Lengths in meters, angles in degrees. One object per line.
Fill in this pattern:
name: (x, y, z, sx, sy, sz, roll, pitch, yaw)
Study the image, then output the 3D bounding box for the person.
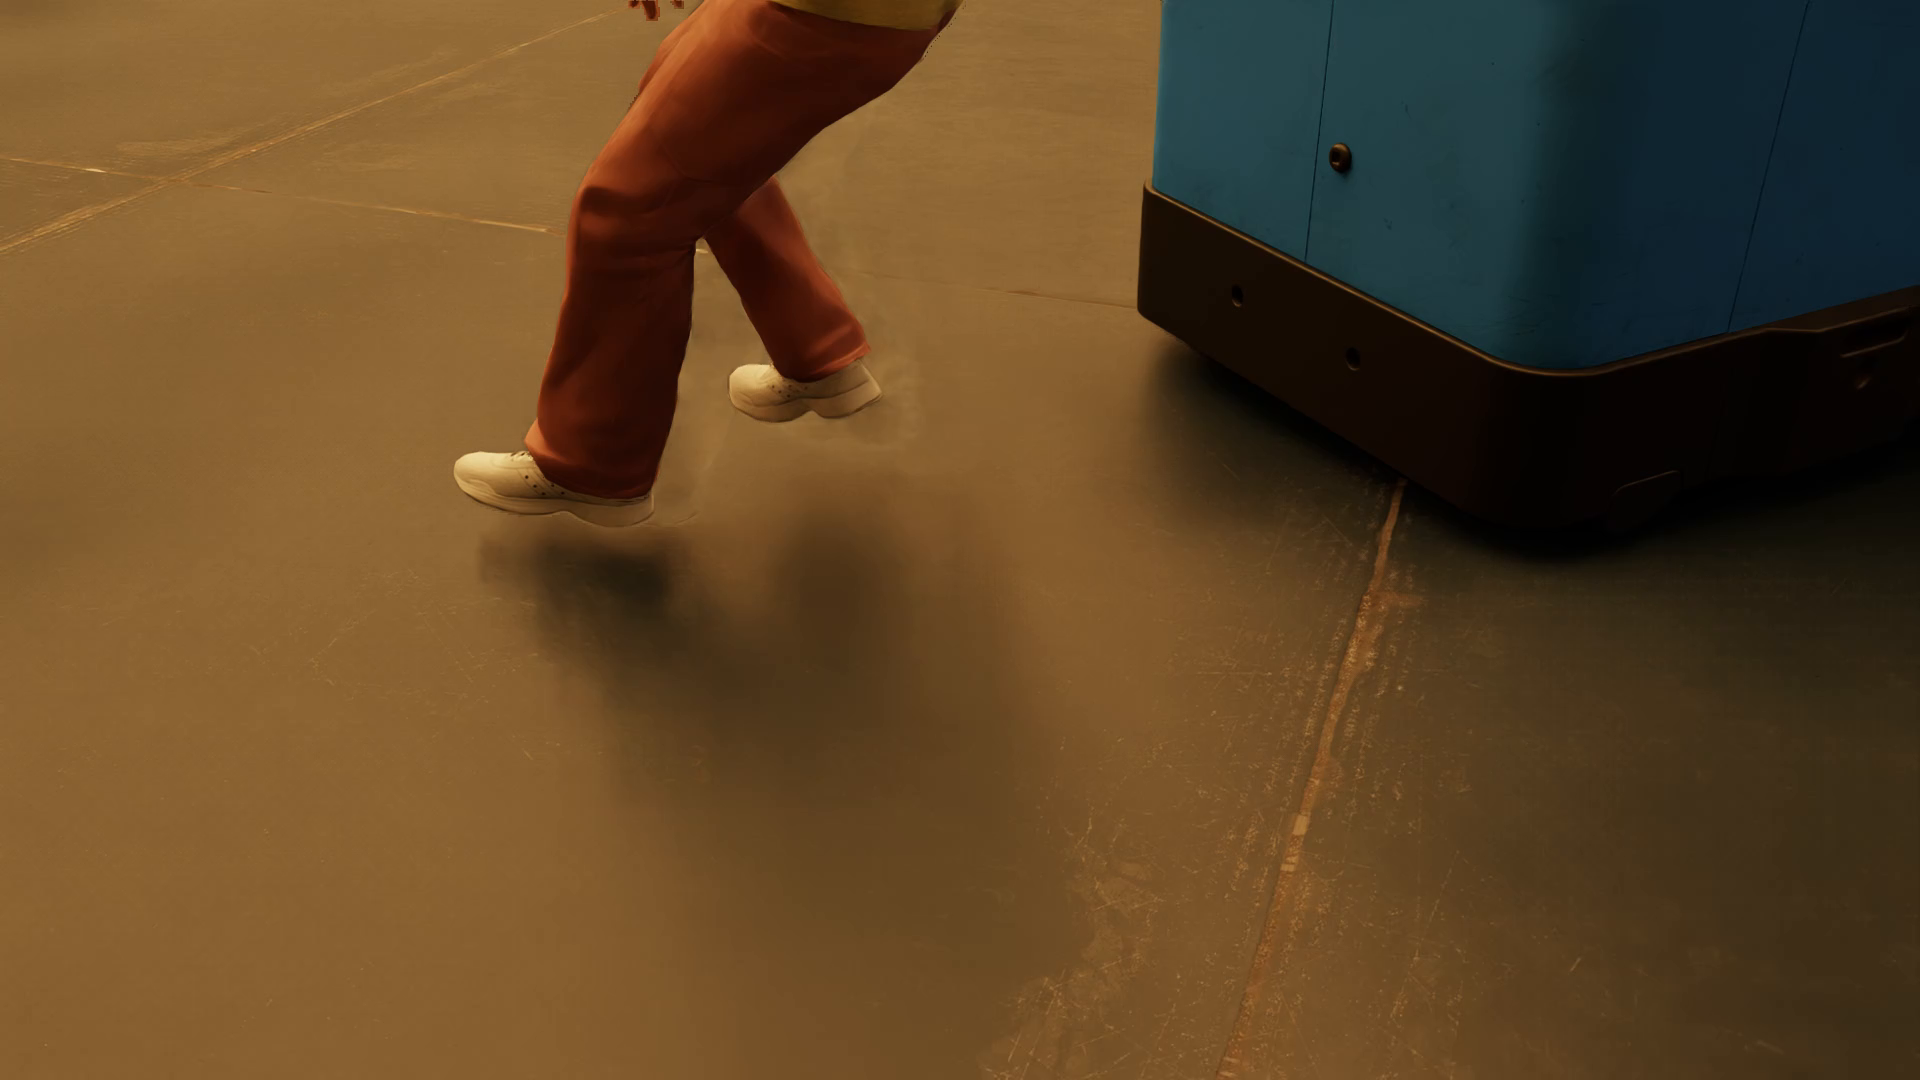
person: (-0.343, -0.734, 2.130, 0.803, 1.564, 0.904, 8, 31, 14)

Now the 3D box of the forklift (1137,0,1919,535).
forklift: (1.880, -1.785, 2.678, 3.031, 2.935, 1.130, -14, 33, -24)
